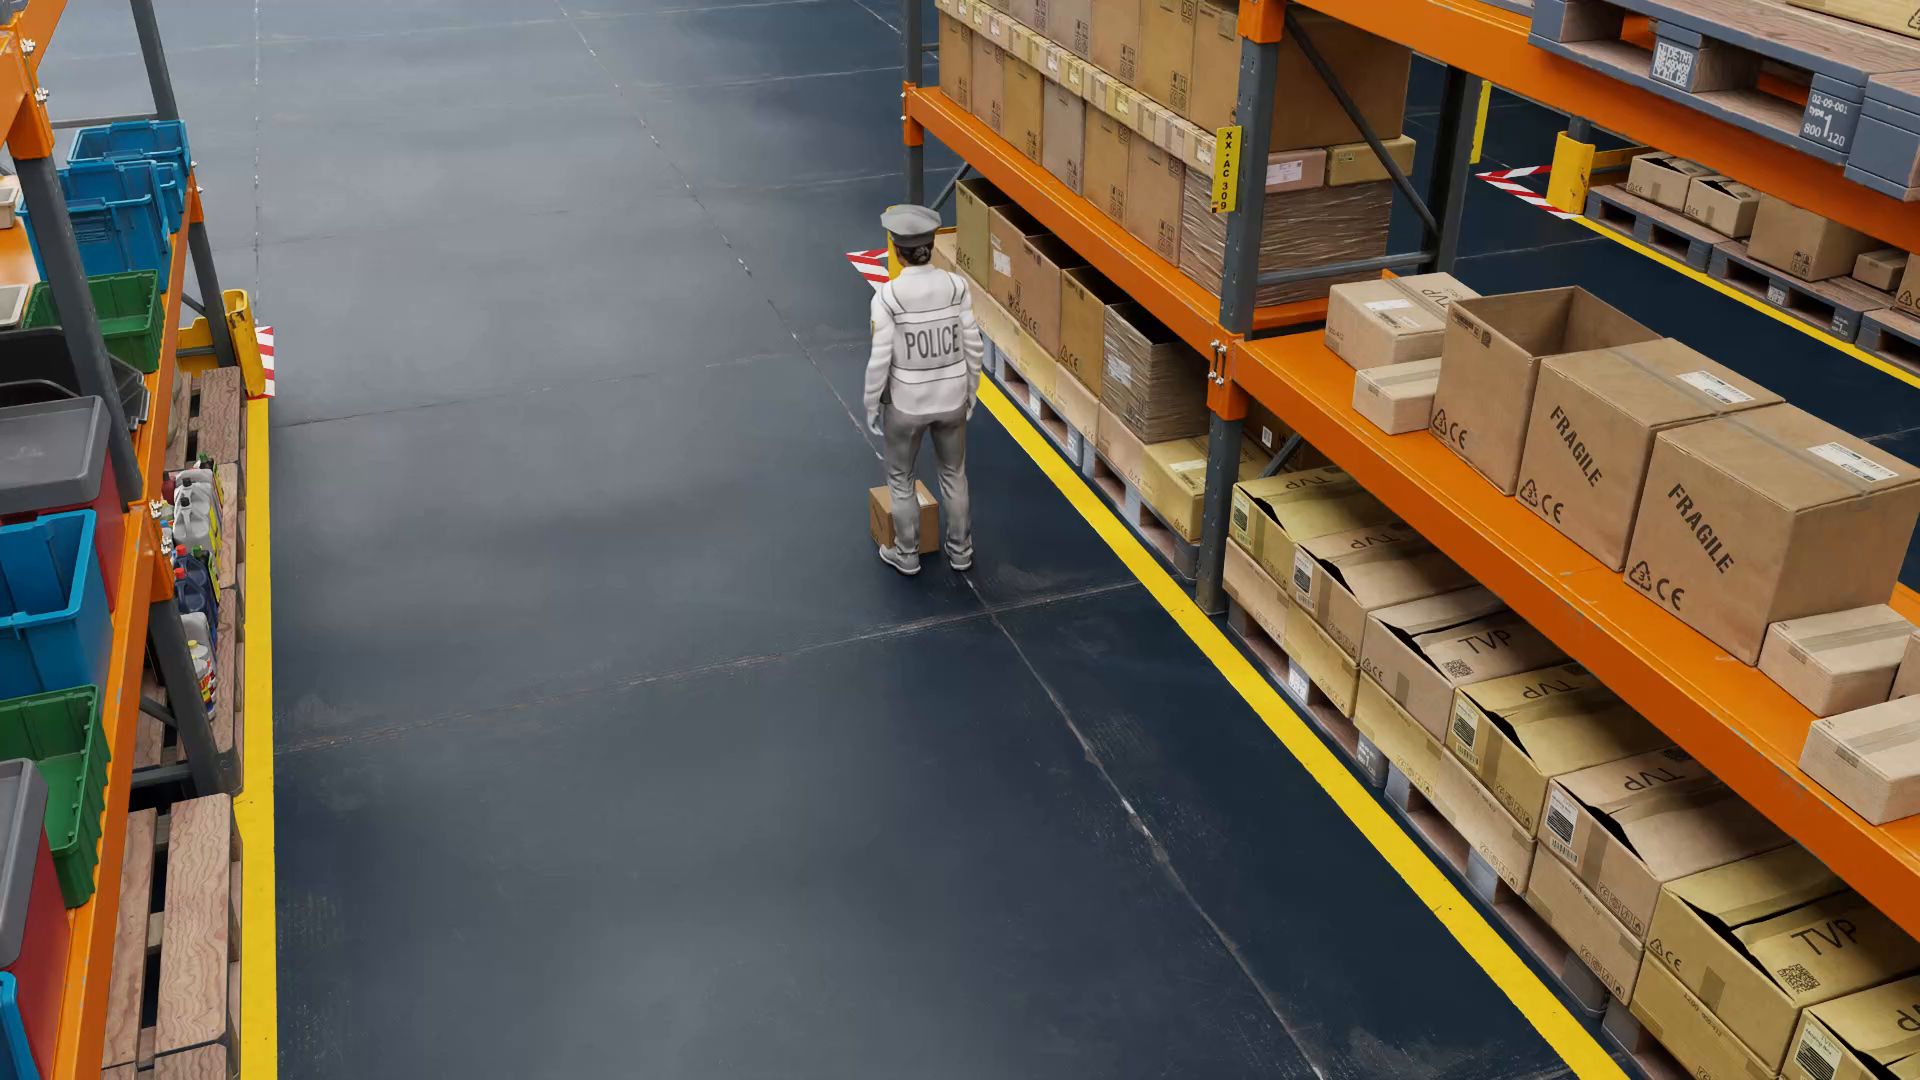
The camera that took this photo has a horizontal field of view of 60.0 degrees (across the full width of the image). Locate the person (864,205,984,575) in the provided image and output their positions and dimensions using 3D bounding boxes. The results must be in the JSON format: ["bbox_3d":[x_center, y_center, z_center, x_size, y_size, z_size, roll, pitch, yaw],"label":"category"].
[{"bbox_3d":[-0.166,-0.604,7.171,0.526,1.663,0.411,-11,32,-19],"label":"person"}]
